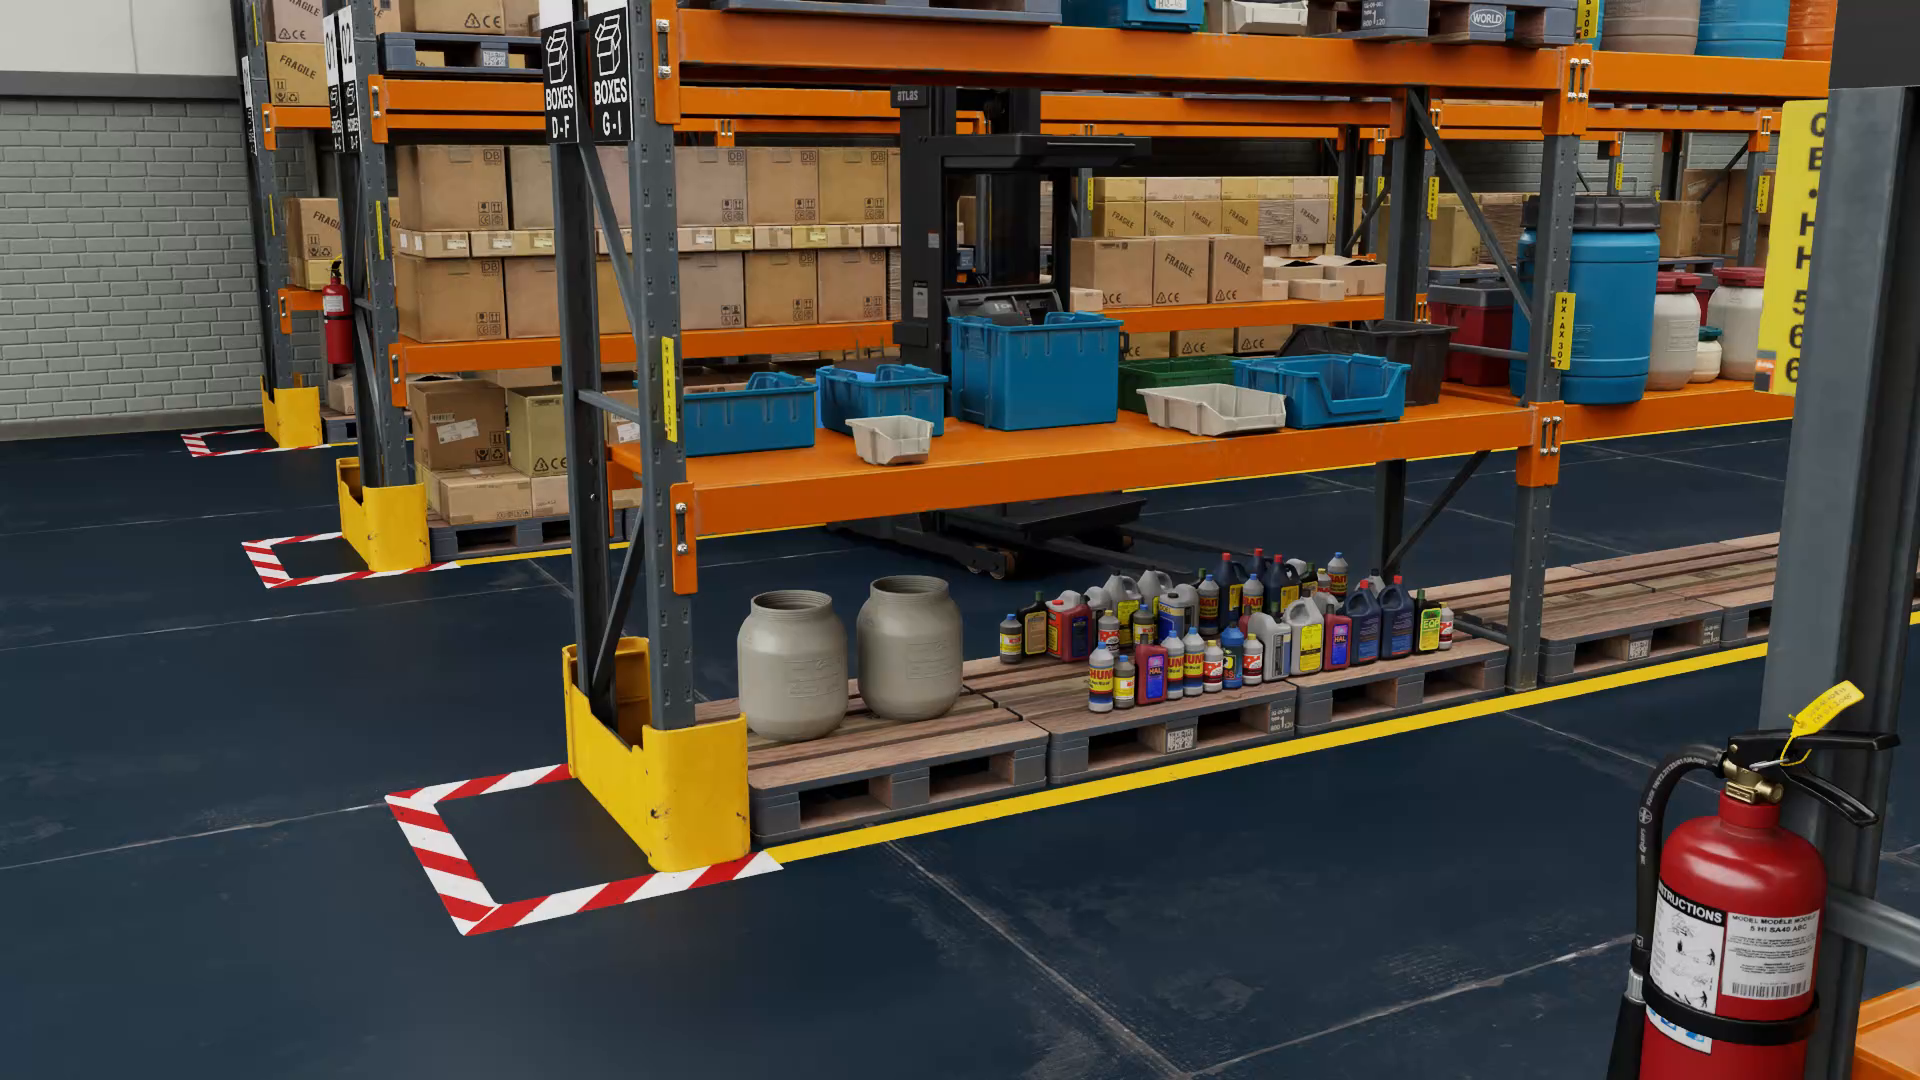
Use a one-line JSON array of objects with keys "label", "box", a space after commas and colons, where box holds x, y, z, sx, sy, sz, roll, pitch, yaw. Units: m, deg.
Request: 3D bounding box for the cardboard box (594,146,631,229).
[{"label": "cardboard box", "box": [-2.187, -2.246, 10.577, 0.500, 0.500, 0.700, -7, 14, -28]}]

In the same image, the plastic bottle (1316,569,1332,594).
[{"label": "plastic bottle", "box": [1.752, 0.241, 8.076, 0.097, 0.201, 0.097, 0, 13, 0]}]

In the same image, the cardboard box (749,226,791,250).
[{"label": "cardboard box", "box": [-1.290, -1.986, 10.896, 0.250, 0.149, 0.380, -6, 14, -26]}]

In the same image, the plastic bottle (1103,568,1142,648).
[{"label": "plastic bottle", "box": [0.722, 0.298, 7.485, 0.185, 0.351, 0.144, -6, 14, -26]}]

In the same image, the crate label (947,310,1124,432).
[{"label": "crate label", "box": [0.306, -0.711, 6.856, 0.616, 0.435, 0.502, -7, 14, -28]}]

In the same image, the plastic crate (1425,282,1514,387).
[{"label": "plastic crate", "box": [2.609, -1.010, 8.119, 0.583, 0.464, 0.402, -7, 14, -28]}]

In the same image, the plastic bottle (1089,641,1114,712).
[{"label": "plastic bottle", "box": [0.561, 0.538, 6.600, 0.097, 0.271, 0.097, 0, 13, 0]}]

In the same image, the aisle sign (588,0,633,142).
[{"label": "aisle sign", "box": [-1.103, -1.652, 5.198, 0.004, 0.787, 0.394, -7, 14, -28]}]

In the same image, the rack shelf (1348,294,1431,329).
[{"label": "rack shelf", "box": [5.227, -2.104, 14.765, 4.000, 0.370, 1.077, -7, 14, -28]}]

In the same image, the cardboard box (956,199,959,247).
[{"label": "cardboard box", "box": [-0.396, -3.276, 17.102, 0.500, 0.500, 0.700, -7, 14, -28]}]

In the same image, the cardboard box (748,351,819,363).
[{"label": "cardboard box", "box": [-1.778, -1.854, 16.706, 0.500, 0.500, 0.700, -6, 14, -26]}]

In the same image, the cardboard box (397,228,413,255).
[{"label": "cardboard box", "box": [-3.306, -1.845, 10.271, 0.250, 0.149, 0.380, -7, 15, -29]}]

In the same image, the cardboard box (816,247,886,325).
[{"label": "cardboard box", "box": [-0.885, -1.768, 11.405, 0.500, 0.500, 0.700, -7, 14, -28]}]

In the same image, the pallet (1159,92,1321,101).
[{"label": "pallet", "box": [1.939, -3.409, 12.523, 1.213, 0.211, 1.003, -6, 14, -25]}]

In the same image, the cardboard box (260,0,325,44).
[{"label": "cardboard box", "box": [-5.472, -4.361, 13.772, 0.500, 0.500, 0.500, -8, 15, -32]}]

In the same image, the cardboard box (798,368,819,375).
[{"label": "cardboard box", "box": [-0.786, -0.912, 11.427, 0.500, 0.500, 0.500, -7, 14, -28]}]

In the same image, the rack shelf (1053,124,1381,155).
[{"label": "rack shelf", "box": [2.851, -4.522, 18.676, 4.000, 0.370, 1.077, -7, 14, -28]}]

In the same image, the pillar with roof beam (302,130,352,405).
[{"label": "pillar with roof beam", "box": [-3.664, -4.695, 10.974, 0.400, 9.000, 9.100, -7, 14, -28]}]

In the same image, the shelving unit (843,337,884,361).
[{"label": "shelving unit", "box": [-0.597, -0.740, 11.124, 0.189, 1.200, 0.258, -8, 6, -28]}]

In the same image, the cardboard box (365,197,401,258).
[{"label": "cardboard box", "box": [-4.925, -2.702, 14.372, 0.500, 0.500, 0.500, -7, 14, -28]}]

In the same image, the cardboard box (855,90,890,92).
[{"label": "cardboard box", "box": [-0.815, -4.667, 16.499, 0.500, 0.500, 0.500, -7, 15, -30]}]

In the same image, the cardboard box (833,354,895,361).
[{"label": "cardboard box", "box": [-0.596, -1.065, 12.106, 0.500, 0.500, 0.500, -7, 14, -28]}]

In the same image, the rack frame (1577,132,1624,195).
[{"label": "rack frame", "box": [8.117, -4.040, 21.731, 0.127, 3.000, 1.000, -7, 14, -28]}]

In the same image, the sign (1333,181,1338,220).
[{"label": "sign", "box": [3.204, -2.874, 14.093, 0.005, 0.325, 0.100, -7, 14, -28]}]

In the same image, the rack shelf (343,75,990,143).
[{"label": "rack shelf", "box": [-1.795, -2.726, 10.696, 4.000, 0.370, 1.077, -7, 14, -28]}]

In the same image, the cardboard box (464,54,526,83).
[{"label": "cardboard box", "box": [-4.111, -4.032, 14.587, 0.500, 0.500, 0.500, -6, 14, -24]}]

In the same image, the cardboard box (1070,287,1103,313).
[{"label": "cardboard box", "box": [0.837, -1.755, 12.148, 0.250, 0.149, 0.380, -7, 14, -28]}]

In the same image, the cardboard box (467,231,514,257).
[{"label": "cardboard box", "box": [-2.872, -1.796, 10.054, 0.250, 0.149, 0.380, -7, 15, -29]}]

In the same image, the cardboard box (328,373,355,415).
[{"label": "cardboard box", "box": [-5.276, -1.316, 14.745, 0.500, 0.311, 0.500, -9, 15, -34]}]

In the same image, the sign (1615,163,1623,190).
[{"label": "sign", "box": [8.365, -4.615, 21.107, 0.005, 0.325, 0.100, -7, 14, -28]}]

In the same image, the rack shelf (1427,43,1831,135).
[{"label": "rack shelf", "box": [4.087, -2.192, 8.322, 4.000, 0.370, 1.077, -7, 14, -28]}]

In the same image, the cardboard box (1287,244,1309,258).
[{"label": "cardboard box", "box": [3.782, -3.328, 19.092, 0.250, 0.149, 0.380, -7, 14, -28]}]

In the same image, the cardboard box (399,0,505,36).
[{"label": "cardboard box", "box": [-3.044, -3.250, 9.874, 0.637, 0.503, 0.797, -6, 14, -24]}]

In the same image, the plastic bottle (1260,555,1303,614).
[{"label": "plastic bottle", "box": [1.493, 0.242, 7.735, 0.185, 0.351, 0.144, -7, 14, -28]}]

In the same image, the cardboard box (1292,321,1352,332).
[{"label": "cardboard box", "box": [4.098, -2.682, 19.636, 0.750, 0.750, 0.750, -7, 14, -27]}]

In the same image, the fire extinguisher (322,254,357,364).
[{"label": "fire extinguisher", "box": [-3.876, -1.442, 10.363, 0.183, 0.674, 0.296, -7, 14, -28]}]

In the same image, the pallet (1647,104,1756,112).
[{"label": "pallet", "box": [6.377, -3.982, 15.068, 1.003, 0.211, 1.213, -7, 14, -28]}]

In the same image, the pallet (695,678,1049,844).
[{"label": "pallet", "box": [-0.420, 0.811, 6.525, 1.213, 0.211, 1.003, -7, 14, -28]}]

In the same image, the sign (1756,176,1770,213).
[{"label": "sign", "box": [7.252, -3.124, 15.020, 0.005, 0.325, 0.100, -7, 14, -28]}]

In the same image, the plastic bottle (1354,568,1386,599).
[{"label": "plastic bottle", "box": [1.835, 0.304, 7.456, 0.185, 0.351, 0.144, -7, 14, -28]}]

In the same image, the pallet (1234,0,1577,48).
[{"label": "pallet", "box": [1.745, -2.145, 6.908, 1.003, 0.211, 1.213, -7, 14, -28]}]

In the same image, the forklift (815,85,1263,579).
[{"label": "forklift", "box": [0.421, -1.329, 9.838, 1.130, 2.935, 3.031, -11, 17, -41]}]

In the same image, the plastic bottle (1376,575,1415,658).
[{"label": "plastic bottle", "box": [1.904, 0.332, 7.333, 0.185, 0.351, 0.144, -7, 15, -29]}]

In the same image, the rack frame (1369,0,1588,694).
[{"label": "rack frame", "box": [2.331, -0.869, 7.638, 0.127, 3.000, 1.000, -7, 14, -28]}]

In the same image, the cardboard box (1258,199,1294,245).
[{"label": "cardboard box", "box": [3.434, -3.619, 18.909, 0.500, 0.500, 0.500, -7, 14, -28]}]

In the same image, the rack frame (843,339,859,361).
[{"label": "rack frame", "box": [-0.678, -0.729, 11.081, 0.006, 1.200, 0.240, -8, 6, -28]}]

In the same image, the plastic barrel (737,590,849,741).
[{"label": "plastic barrel", "box": [-0.639, 0.477, 6.368, 0.421, 0.512, 0.421, 0, 13, 0]}]

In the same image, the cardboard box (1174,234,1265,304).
[{"label": "cardboard box", "box": [2.007, -2.114, 12.942, 0.500, 0.500, 0.500, -8, 15, -31]}]

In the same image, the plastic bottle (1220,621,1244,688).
[{"label": "plastic bottle", "box": [1.127, 0.470, 6.902, 0.097, 0.271, 0.097, 0, 13, 0]}]
